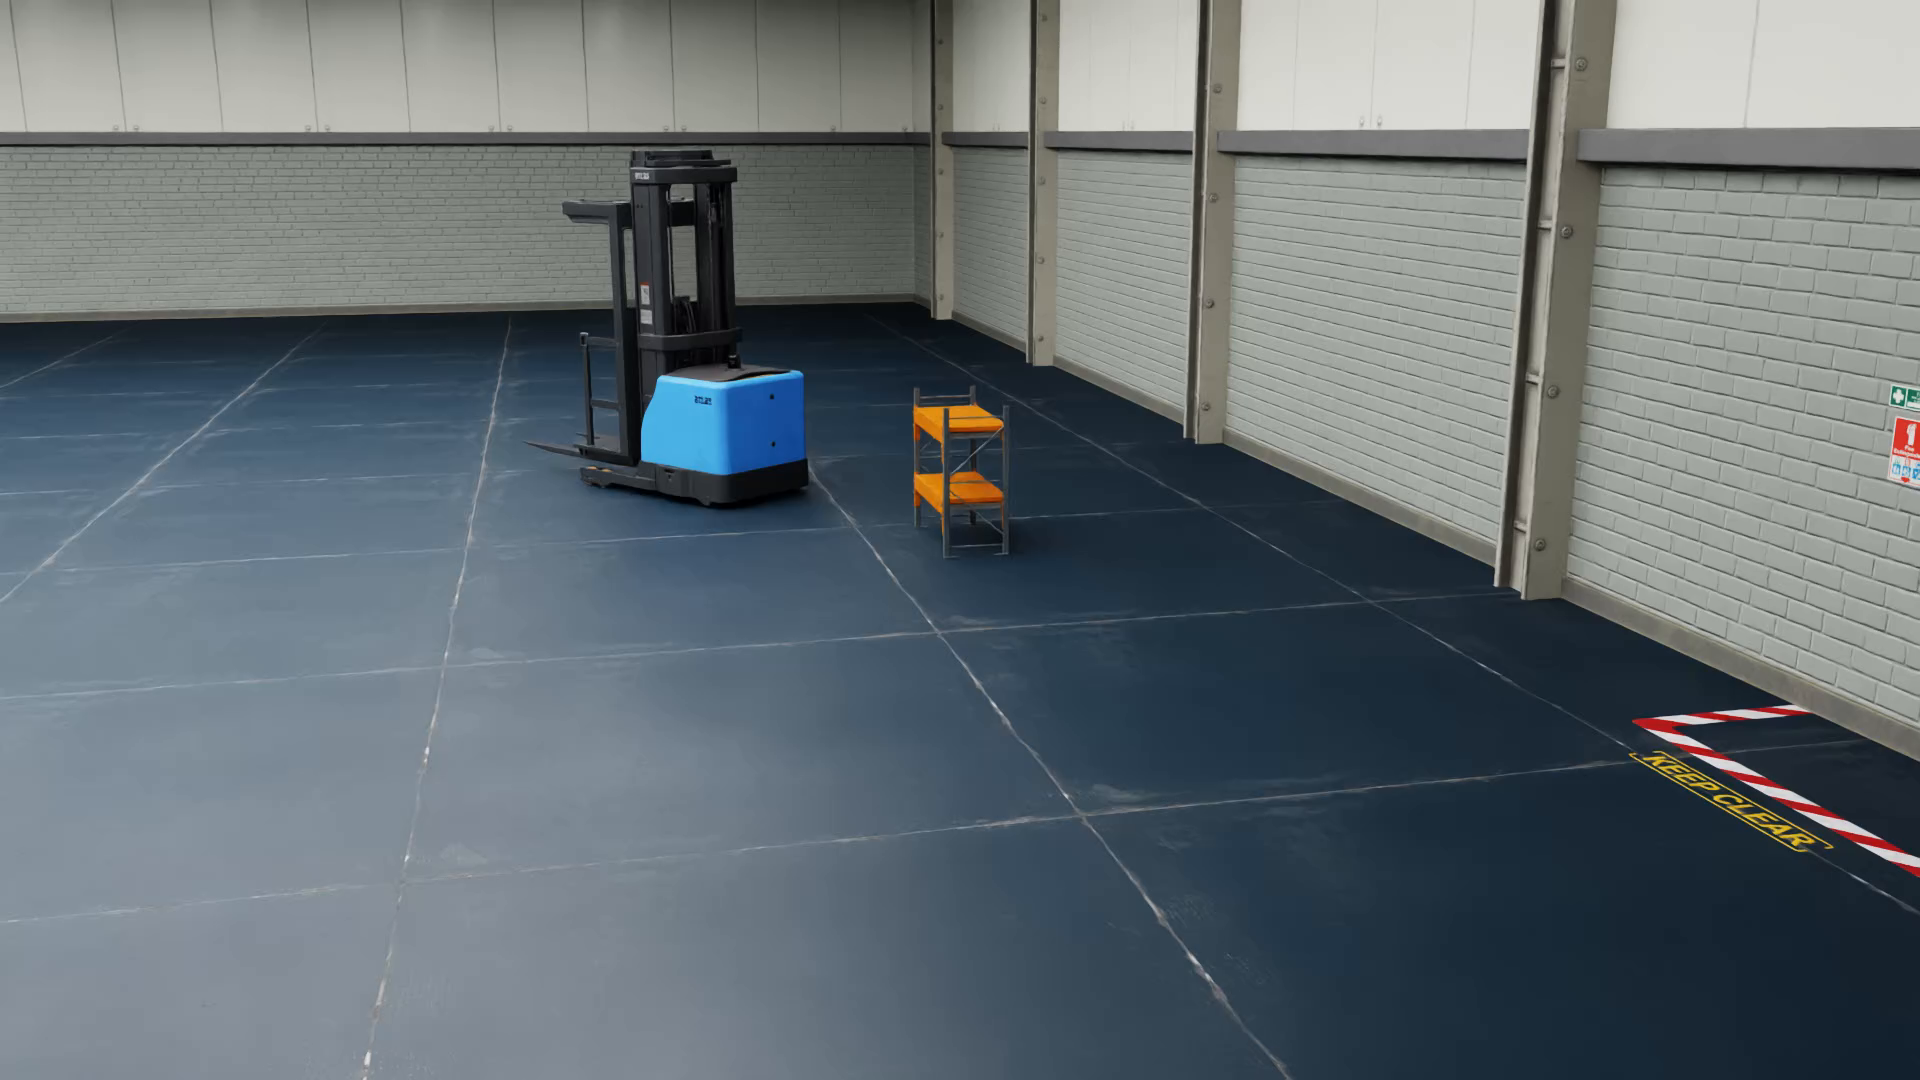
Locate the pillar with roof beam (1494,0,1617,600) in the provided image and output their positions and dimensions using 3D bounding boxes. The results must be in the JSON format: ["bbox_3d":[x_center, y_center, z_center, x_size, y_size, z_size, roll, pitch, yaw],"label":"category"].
[{"bbox_3d":[-0.257,-3.779,9.433,9.100,9.000,0.400,-3,14,-13],"label":"pillar with roof beam"}]

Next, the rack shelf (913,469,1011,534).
[{"bbox_3d":[0.002,-0.307,12.845,0.538,0.278,1.000,-3,14,-13],"label":"rack shelf"}]

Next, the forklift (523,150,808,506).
[{"bbox_3d":[-2.786,-1.976,14.840,3.031,2.935,1.130,11,18,39],"label":"forklift"}]

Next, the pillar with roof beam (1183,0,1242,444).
[{"bbox_3d":[-1.667,-5.163,15.099,9.100,9.000,0.400,-3,14,-13],"label":"pillar with roof beam"}]

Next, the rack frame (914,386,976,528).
[{"bbox_3d":[-0.118,-0.662,13.267,0.500,1.125,0.032,-3,14,-13],"label":"rack frame"}]

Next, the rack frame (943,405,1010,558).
[{"bbox_3d":[0.121,-0.428,12.307,0.500,1.125,0.032,-3,14,-13],"label":"rack frame"}]

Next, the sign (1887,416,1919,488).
[{"bbox_3d":[4.763,-0.443,8.345,0.001,0.329,0.234,-3,14,-13],"label":"sign"}]

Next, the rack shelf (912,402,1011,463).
[{"bbox_3d":[0.002,-0.829,12.718,0.538,0.278,1.000,-3,14,-13],"label":"rack shelf"}]

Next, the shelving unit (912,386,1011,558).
[{"bbox_3d":[0.002,-0.545,12.787,0.538,1.125,1.048,-3,14,-13],"label":"shelving unit"}]

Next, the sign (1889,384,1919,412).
[{"bbox_3d":[4.756,-0.699,8.276,0.001,0.109,0.331,-3,14,-13],"label":"sign"}]

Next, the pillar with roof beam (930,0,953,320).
[{"bbox_3d":[-4.485,-7.931,26.430,9.100,9.000,0.400,-3,14,-13],"label":"pillar with roof beam"}]

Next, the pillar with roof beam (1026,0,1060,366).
[{"bbox_3d":[-3.076,-6.547,20.764,9.100,9.000,0.400,-3,14,-13],"label":"pillar with roof beam"}]
